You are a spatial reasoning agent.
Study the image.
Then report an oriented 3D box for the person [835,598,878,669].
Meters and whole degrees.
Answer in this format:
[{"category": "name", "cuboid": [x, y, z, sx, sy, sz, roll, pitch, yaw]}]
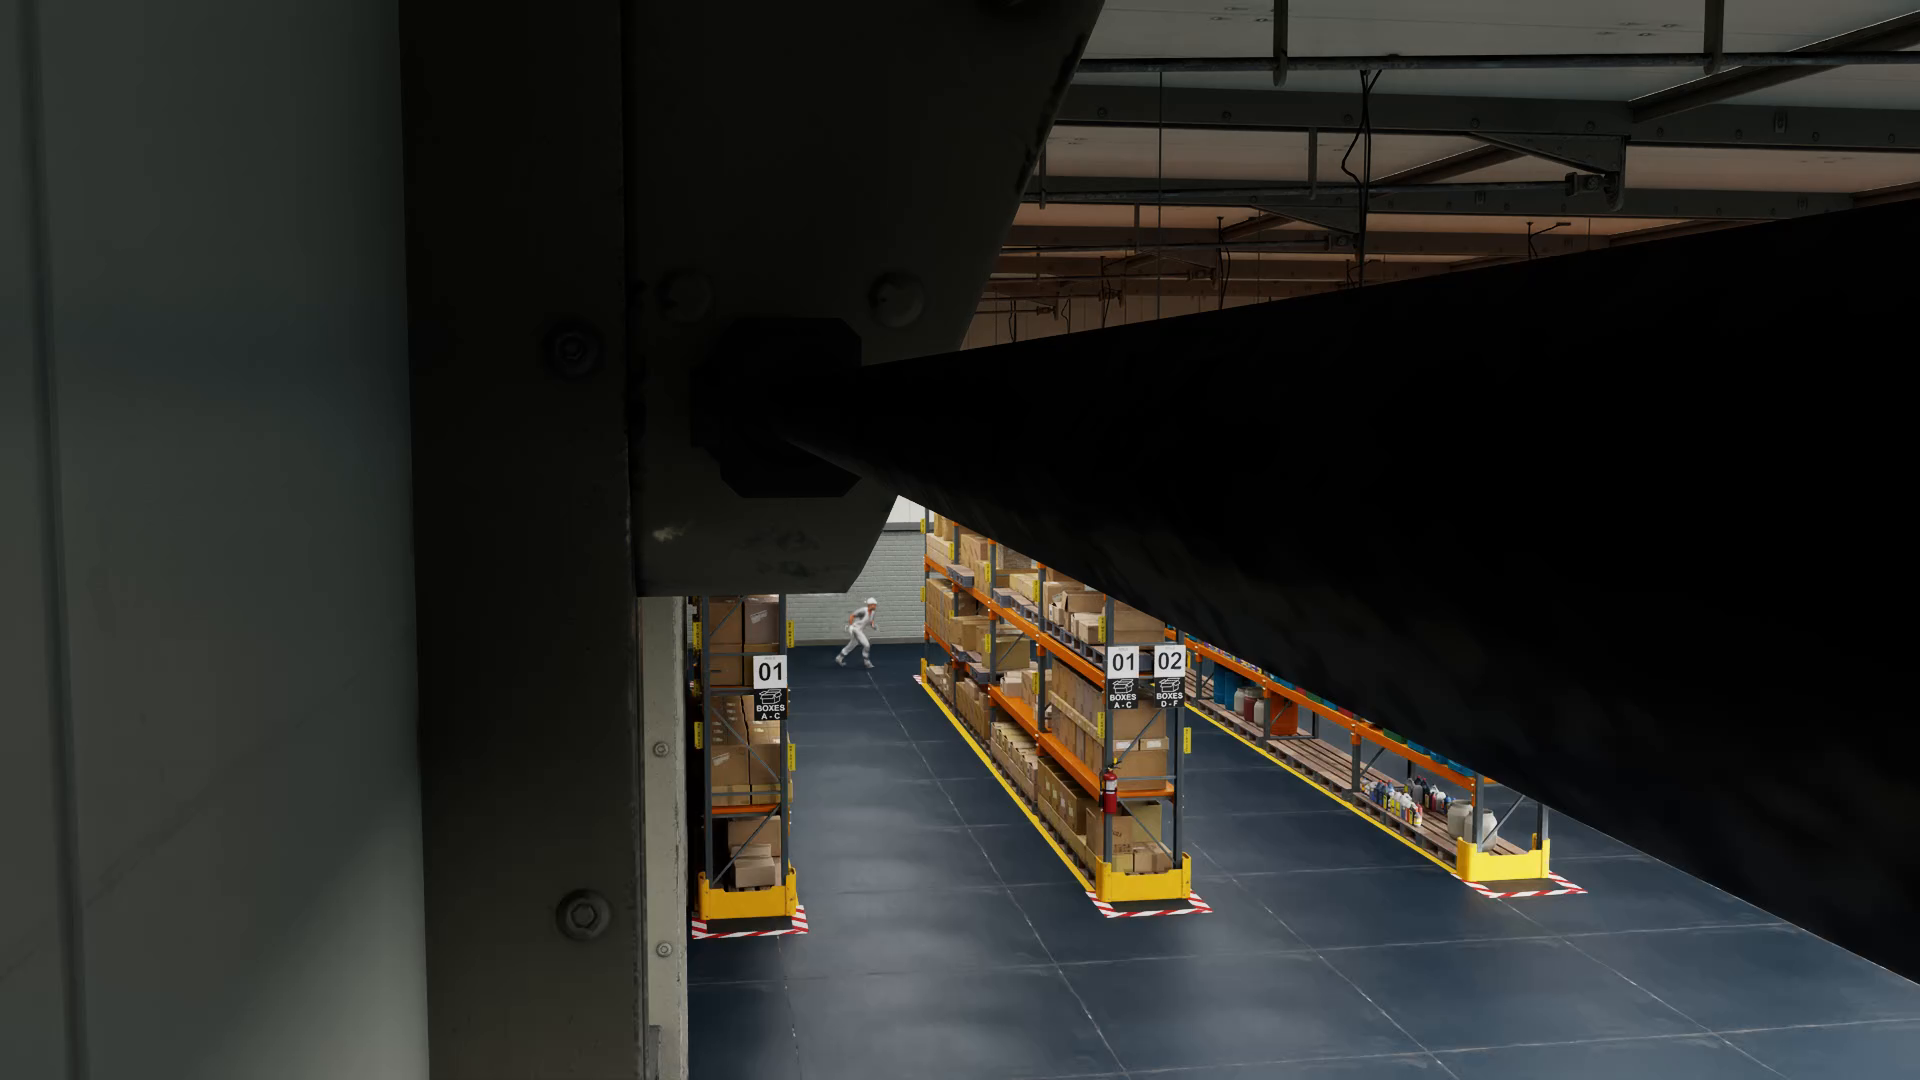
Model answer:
[{"category": "person", "cuboid": [-2.382, 2.132, 38.343, 1.071, 1.632, 0.698, 2, 6, 25]}]
